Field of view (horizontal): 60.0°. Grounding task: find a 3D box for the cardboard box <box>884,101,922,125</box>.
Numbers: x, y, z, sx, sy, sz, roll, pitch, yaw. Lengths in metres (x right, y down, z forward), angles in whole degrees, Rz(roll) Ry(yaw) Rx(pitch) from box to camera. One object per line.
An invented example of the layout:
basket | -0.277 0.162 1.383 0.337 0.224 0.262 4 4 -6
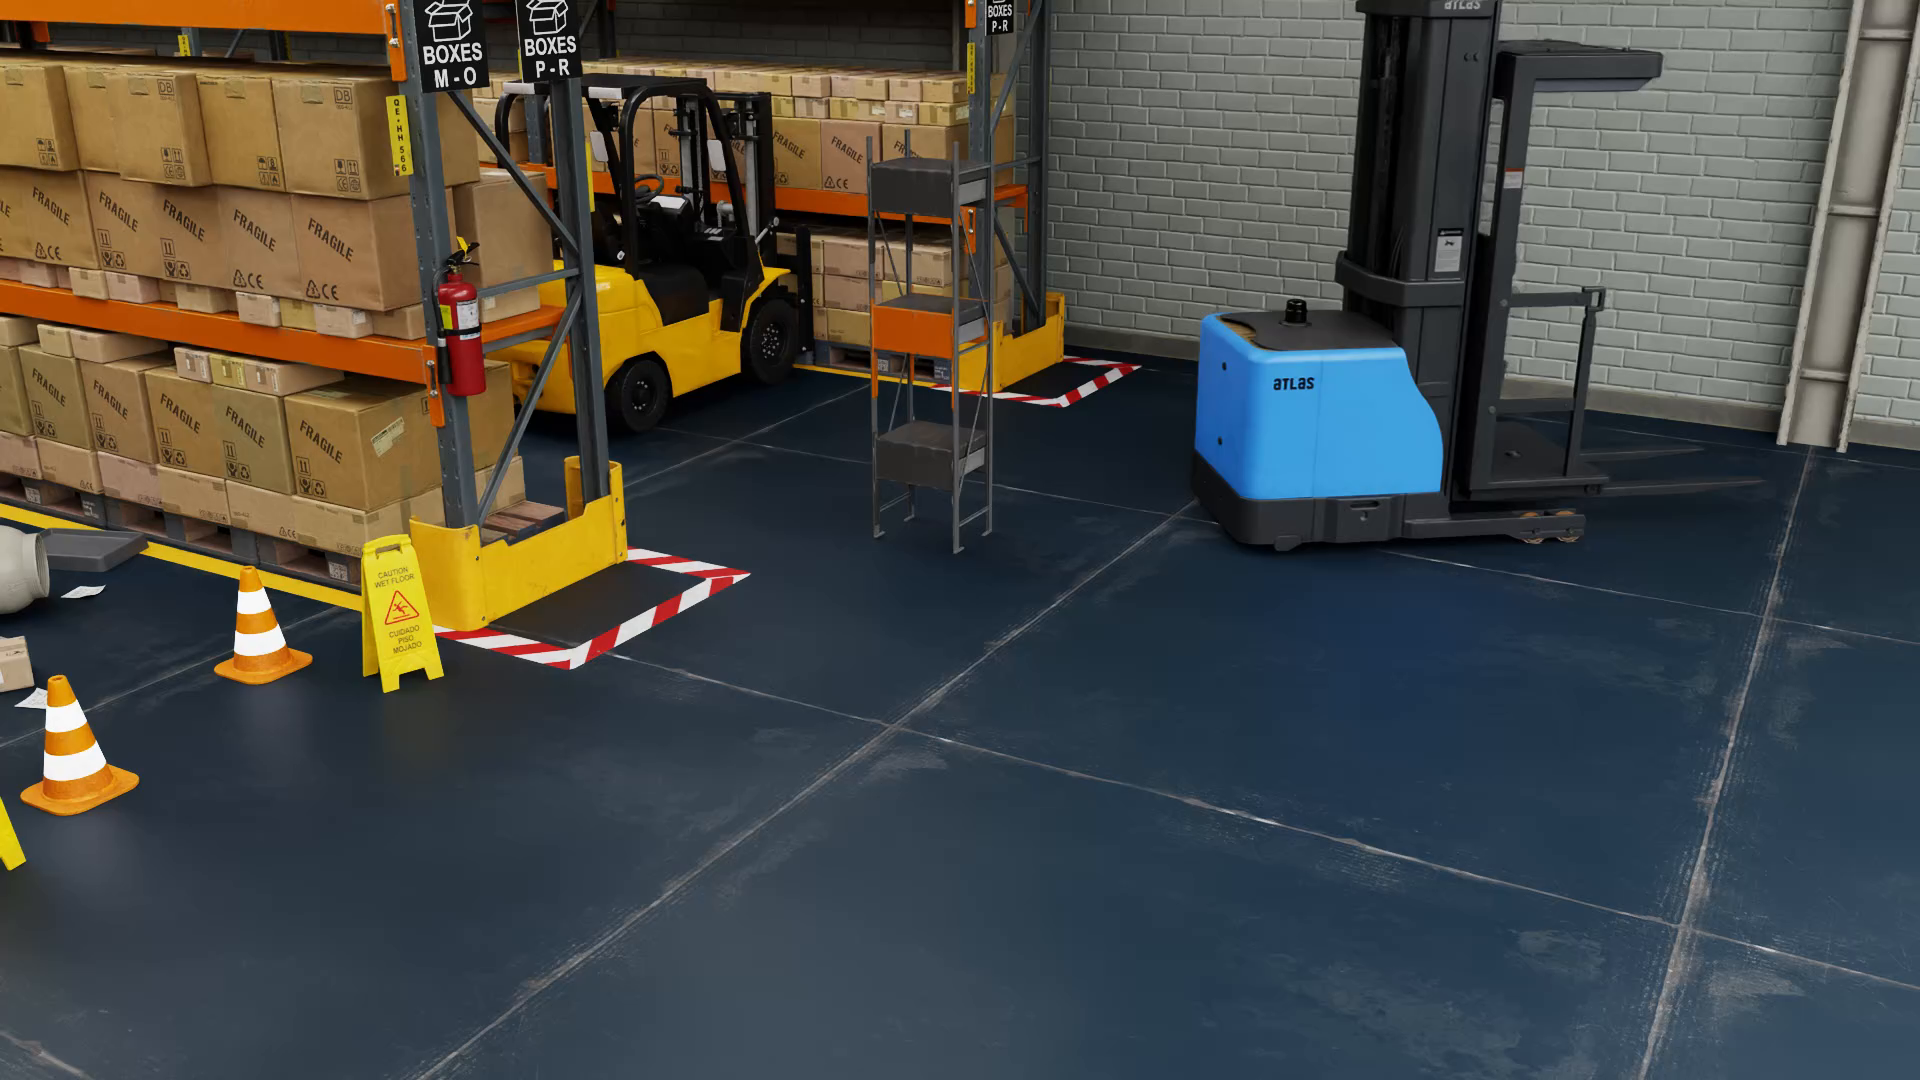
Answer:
cardboard box | -0.324 -3.006 11.654 0.250 0.149 0.380 11 23 28

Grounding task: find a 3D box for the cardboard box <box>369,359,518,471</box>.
cardboard box | -2.655 -0.645 8.561 0.500 0.500 0.500 10 22 26

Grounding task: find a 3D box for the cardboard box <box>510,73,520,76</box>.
cardboard box | -3.550 -3.845 13.970 0.250 0.149 0.380 10 22 26

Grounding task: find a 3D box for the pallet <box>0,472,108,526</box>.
pallet | -4.953 -0.421 9.715 1.213 0.211 1.003 11 23 27

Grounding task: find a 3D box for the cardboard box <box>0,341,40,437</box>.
cardboard box | -5.174 -0.912 9.296 0.500 0.500 0.500 12 23 30

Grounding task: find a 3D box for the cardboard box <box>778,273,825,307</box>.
cardboard box | -1.118 -1.940 12.497 0.500 0.250 0.500 10 22 26

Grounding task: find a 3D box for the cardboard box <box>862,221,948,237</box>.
cardboard box | -0.413 -2.239 12.589 0.500 0.250 0.500 11 23 27

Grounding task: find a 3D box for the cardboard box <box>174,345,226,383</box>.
cardboard box | -3.692 -0.913 8.350 0.250 0.149 0.380 12 23 30

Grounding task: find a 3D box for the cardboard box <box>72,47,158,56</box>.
cardboard box | -8.147 -4.439 15.935 0.637 0.503 0.797 10 22 26

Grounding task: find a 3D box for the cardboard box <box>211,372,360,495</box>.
cardboard box | -3.349 -0.566 8.344 0.500 0.500 0.500 12 23 29

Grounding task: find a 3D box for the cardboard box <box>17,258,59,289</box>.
cardboard box | -4.747 -1.454 8.842 0.250 0.149 0.380 12 23 29

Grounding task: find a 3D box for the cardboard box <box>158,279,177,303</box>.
cardboard box | -3.821 -1.308 8.440 0.250 0.149 0.380 11 23 27

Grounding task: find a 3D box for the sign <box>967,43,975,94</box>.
sign | 0.076 -3.142 11.083 0.005 0.325 0.100 11 23 27

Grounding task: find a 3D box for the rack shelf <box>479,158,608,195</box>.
rack shelf | -4.886 -3.305 14.634 4.000 0.370 1.077 11 23 27

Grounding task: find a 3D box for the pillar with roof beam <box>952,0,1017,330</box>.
pillar with roof beam | -1.915 -4.568 8.263 0.400 9.000 9.100 11 23 27

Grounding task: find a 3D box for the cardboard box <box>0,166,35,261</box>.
cardboard box | -4.859 -1.787 8.809 0.500 0.500 0.500 11 23 27

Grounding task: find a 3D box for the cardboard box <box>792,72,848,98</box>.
cardboard box | -0.998 -3.275 11.962 0.250 0.149 0.380 11 23 29

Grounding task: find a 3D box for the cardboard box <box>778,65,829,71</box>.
cardboard box | -1.173 -3.523 12.644 0.250 0.149 0.380 11 23 28

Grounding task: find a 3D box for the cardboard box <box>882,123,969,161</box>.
cardboard box | -0.205 -2.696 11.753 0.500 0.500 0.500 10 22 26

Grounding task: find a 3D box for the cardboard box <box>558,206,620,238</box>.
cardboard box | -2.870 -2.512 13.341 0.500 0.250 0.500 10 22 26

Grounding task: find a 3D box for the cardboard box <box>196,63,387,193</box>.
cardboard box | -3.056 -1.931 7.740 0.500 0.500 0.700 11 23 28

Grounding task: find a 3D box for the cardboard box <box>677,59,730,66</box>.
cardboard box | -2.028 -3.723 13.194 0.250 0.149 0.380 10 22 26

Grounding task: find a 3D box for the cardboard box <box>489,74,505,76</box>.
cardboard box | -3.968 -3.748 13.699 0.250 0.149 0.380 11 23 27

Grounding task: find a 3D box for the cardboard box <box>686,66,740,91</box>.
cardboard box | -1.843 -3.471 12.500 0.250 0.149 0.380 11 23 27

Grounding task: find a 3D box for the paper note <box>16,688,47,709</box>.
paper note | -3.861 0.664 6.991 0.142 0.019 0.148 3 20 9

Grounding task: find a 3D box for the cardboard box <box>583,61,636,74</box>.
cardboard box | -2.725 -3.650 12.995 0.250 0.149 0.380 11 23 28

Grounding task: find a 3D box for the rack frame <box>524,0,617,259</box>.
rack frame | -3.140 -3.311 13.594 0.127 3.000 1.000 11 23 27

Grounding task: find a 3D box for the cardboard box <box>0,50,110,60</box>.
cardboard box | -4.843 -2.260 8.649 0.500 0.500 0.700 11 23 28

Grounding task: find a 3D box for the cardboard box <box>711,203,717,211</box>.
cardboard box | -2.166 -2.582 13.534 0.500 0.250 0.500 10 22 27

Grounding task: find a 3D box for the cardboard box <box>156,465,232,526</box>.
cardboard box | -3.810 -0.301 8.711 0.500 0.250 0.500 10 22 25

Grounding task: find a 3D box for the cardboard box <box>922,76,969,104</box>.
cardboard box | -0.063 -3.134 11.573 0.250 0.149 0.380 11 23 27

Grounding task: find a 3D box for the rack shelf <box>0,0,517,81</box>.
rack shelf | -3.811 -2.572 8.213 4.000 0.370 1.077 11 23 27

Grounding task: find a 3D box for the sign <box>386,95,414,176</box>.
sign | -2.353 -1.698 6.987 0.005 0.325 0.100 11 23 27

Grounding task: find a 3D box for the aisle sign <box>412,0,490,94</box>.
aisle sign | -2.152 -2.293 6.975 0.004 0.787 0.394 11 23 27

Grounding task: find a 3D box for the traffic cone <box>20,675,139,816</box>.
traffic cone | -3.314 0.725 6.189 0.334 0.463 0.336 11 23 27

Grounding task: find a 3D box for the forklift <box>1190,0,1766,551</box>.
forklift | 2.871 -1.531 8.787 3.031 2.935 1.130 -3 20 -8

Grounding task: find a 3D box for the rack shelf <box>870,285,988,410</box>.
rack shelf | -0.144 -1.002 8.588 0.480 0.518 0.431 11 23 27

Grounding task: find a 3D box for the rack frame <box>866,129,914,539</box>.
rack frame | -0.358 -1.055 8.695 0.015 2.100 0.400 11 23 27

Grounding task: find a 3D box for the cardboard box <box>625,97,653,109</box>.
cardboard box | -2.342 -3.391 12.716 0.250 0.149 0.380 11 23 28

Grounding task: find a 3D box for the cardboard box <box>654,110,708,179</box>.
cardboard box | -1.974 -3.041 12.703 0.500 0.500 0.500 11 22 27

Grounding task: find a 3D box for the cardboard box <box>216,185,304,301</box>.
cardboard box | -3.108 -1.447 7.873 0.500 0.500 0.500 11 23 27

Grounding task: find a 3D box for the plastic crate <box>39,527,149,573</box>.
plastic crate | -4.586 0.045 8.624 0.583 0.080 0.402 3 20 9

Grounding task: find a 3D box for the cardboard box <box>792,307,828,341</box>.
cardboard box | -1.074 -1.706 12.586 0.500 0.250 0.500 11 23 28

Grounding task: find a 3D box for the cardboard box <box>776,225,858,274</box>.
cardboard box | -1.096 -2.168 12.394 0.500 0.250 0.500 11 23 28

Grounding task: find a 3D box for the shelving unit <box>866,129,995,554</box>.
shelving unit | -0.144 -1.015 8.583 0.503 2.100 0.431 11 23 27

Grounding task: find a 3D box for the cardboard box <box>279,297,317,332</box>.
cardboard box | -2.984 -1.106 7.884 0.250 0.149 0.380 10 22 26

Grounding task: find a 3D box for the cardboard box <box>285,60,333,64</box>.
cardboard box | -5.966 -4.324 15.289 0.250 0.149 0.380 11 23 29

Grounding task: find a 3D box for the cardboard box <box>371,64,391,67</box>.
cardboard box | -5.073 -4.159 14.835 0.250 0.149 0.380 10 22 26

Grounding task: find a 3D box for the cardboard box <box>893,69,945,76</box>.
cardboard box | -0.286 -3.350 12.168 0.250 0.149 0.380 11 23 28

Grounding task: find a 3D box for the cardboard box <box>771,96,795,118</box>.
cardboard box | -1.219 -3.178 12.129 0.250 0.149 0.380 11 23 28
